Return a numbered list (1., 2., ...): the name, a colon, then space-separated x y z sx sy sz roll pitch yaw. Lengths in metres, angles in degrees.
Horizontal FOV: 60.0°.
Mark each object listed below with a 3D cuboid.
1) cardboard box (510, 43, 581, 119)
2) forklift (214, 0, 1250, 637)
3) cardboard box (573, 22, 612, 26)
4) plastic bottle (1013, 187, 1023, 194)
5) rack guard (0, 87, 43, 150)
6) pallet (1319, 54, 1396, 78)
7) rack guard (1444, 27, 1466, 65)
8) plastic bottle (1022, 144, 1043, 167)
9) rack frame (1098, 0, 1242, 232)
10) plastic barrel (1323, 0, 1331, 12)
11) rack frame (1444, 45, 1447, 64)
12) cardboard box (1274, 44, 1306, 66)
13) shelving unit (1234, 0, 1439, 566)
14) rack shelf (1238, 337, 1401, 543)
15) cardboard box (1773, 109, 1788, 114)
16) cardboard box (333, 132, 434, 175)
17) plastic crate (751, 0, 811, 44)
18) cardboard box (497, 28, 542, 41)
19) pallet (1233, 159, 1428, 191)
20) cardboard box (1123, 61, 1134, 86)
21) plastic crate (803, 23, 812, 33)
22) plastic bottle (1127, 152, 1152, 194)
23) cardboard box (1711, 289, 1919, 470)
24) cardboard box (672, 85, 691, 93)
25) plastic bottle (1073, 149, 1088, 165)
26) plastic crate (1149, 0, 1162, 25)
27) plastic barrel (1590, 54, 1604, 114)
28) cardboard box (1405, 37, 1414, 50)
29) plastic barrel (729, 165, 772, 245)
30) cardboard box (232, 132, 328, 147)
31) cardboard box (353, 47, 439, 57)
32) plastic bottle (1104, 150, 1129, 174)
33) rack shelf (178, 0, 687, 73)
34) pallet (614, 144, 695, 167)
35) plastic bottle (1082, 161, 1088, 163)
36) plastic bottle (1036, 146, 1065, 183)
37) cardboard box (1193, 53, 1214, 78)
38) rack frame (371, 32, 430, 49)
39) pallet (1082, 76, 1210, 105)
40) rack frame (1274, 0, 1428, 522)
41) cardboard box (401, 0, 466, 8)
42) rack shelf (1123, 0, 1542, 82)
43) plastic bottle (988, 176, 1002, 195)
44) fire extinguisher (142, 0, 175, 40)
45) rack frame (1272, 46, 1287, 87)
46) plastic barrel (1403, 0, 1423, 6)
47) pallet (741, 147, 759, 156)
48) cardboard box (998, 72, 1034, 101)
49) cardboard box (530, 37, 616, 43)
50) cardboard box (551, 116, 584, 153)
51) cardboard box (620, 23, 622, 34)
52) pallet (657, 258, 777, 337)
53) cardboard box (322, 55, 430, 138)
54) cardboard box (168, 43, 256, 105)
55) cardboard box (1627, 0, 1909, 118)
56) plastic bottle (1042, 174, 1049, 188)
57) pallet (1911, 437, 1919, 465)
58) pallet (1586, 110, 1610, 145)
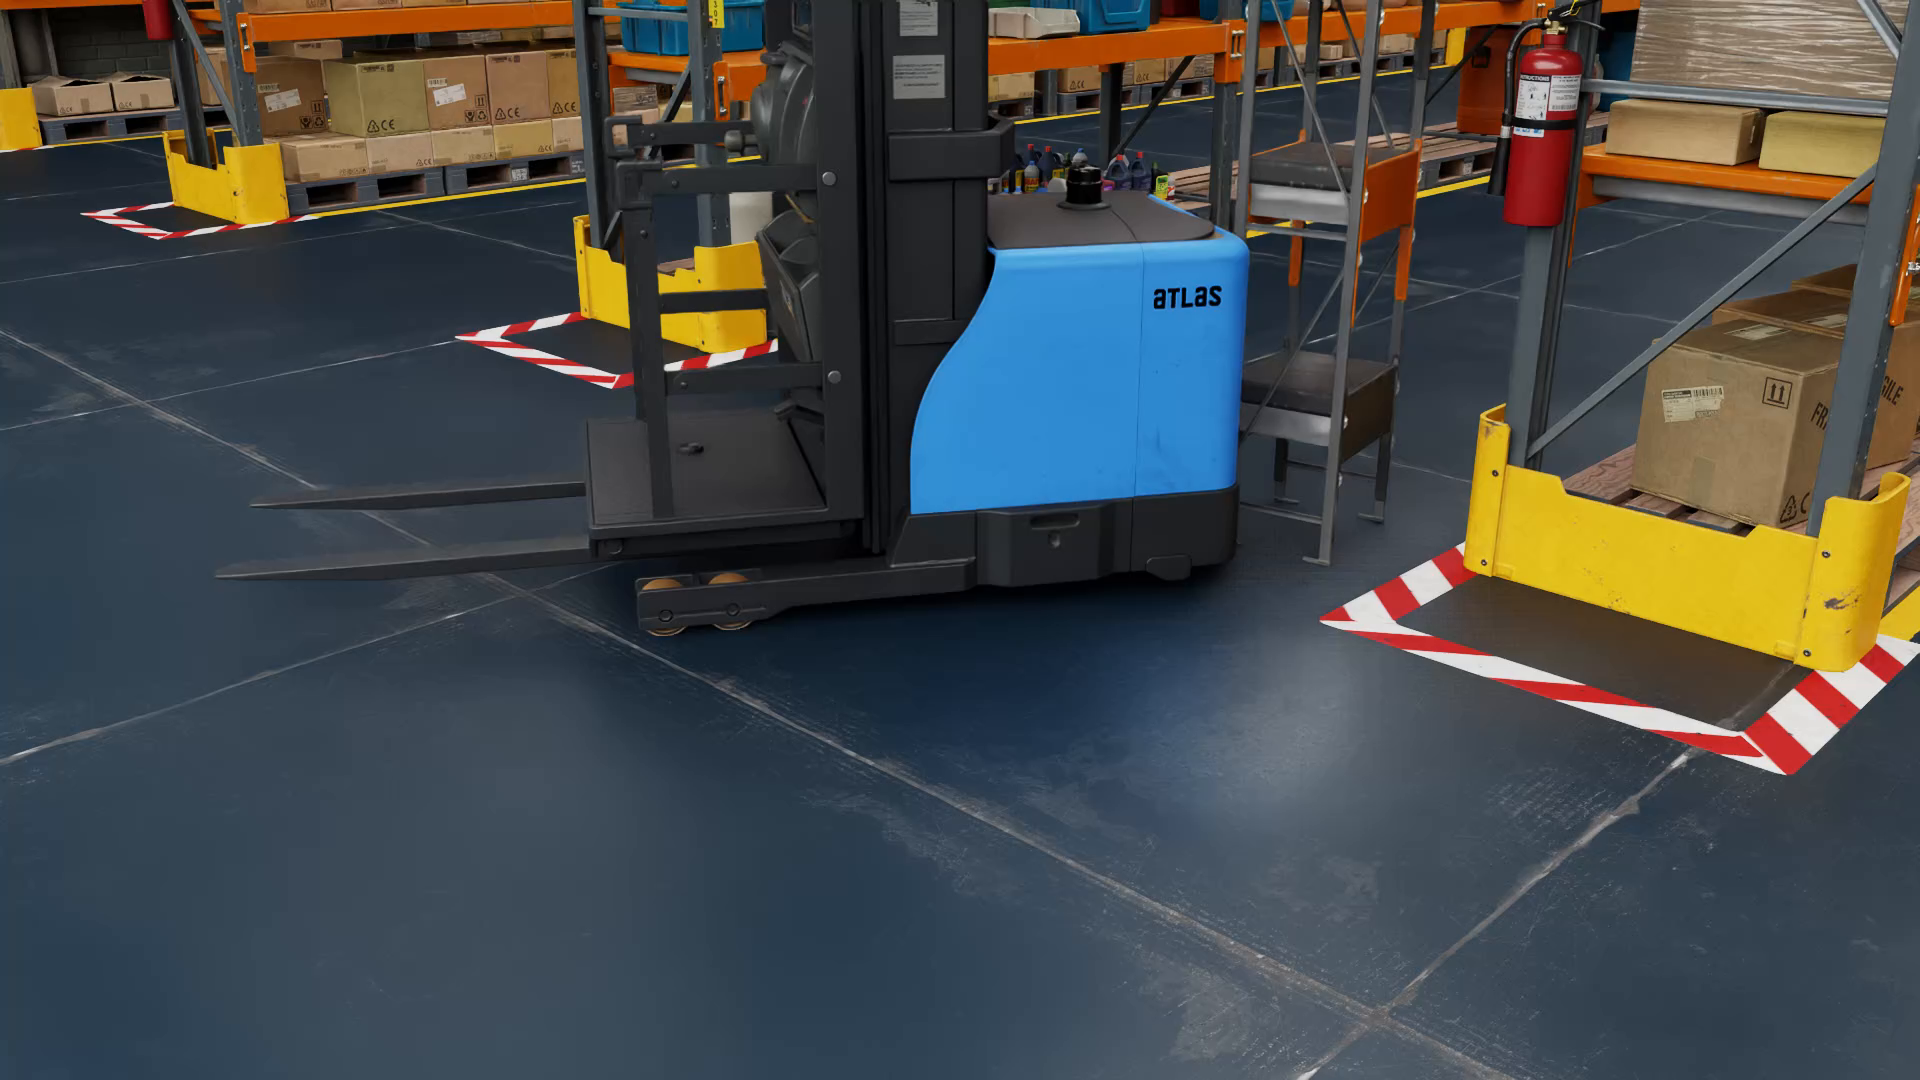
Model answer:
1. cardboard box: -3.094 -3.536 12.794 0.500 0.500 0.500 19 28 41
2. forklift: -0.700 -1.294 4.856 3.031 2.935 1.130 -5 22 -12
3. cardboard box: -4.248 -5.895 18.557 0.500 0.250 0.500 19 28 40
4. plastic bottle: 0.329 -1.867 9.440 0.097 0.271 0.097 0 21 0
5. rack guard: -8.513 -3.765 14.674 1.175 0.500 0.348 19 28 41
6. pallet: 4.688 -5.948 20.756 1.003 0.211 1.213 19 28 41
7. rack guard: 6.094 -6.600 22.050 1.175 0.500 0.348 19 28 41
8. plastic bottle: 0.462 -2.326 10.526 0.185 0.351 0.144 -19 28 -41
9. rack frame: 1.322 -3.461 10.399 1.000 3.000 0.127 19 28 41
10. plastic barrel: 2.356 -3.699 11.209 0.301 0.262 0.301 0 21 0
11. rack frame: 6.147 -7.787 21.652 1.000 3.000 0.127 19 28 41
12. cardboard box: 3.805 -5.762 19.520 0.500 0.311 0.500 19 28 41
13. shelving unit: 1.161 -1.010 5.274 0.431 2.100 0.503 14 25 31
14. rack shelf: 1.159 -0.345 5.531 0.431 0.518 0.480 14 25 31
15. cardboard box: 2.306 -1.265 5.035 0.380 0.149 0.250 19 28 41
16. cardboard box: -4.135 -2.798 11.920 0.500 0.250 0.500 19 28 41
17. plastic crate: -0.876 -2.733 8.711 0.499 0.251 0.408 19 28 41
18. cardboard box: -4.950 -5.318 18.101 0.700 0.500 0.500 19 28 40
19. pallet: 2.693 -2.686 12.269 1.003 0.211 1.213 19 28 41
20. cardboard box: 1.450 -4.950 17.144 0.500 0.500 0.500 18 27 39
21. plastic crate: -0.613 -2.459 8.160 0.298 0.136 0.250 19 28 41
22. plastic bottle: 1.080 -2.192 10.177 0.144 0.351 0.185 18 28 39
23. cardboard box: 2.921 -0.541 5.700 0.500 0.500 0.500 -12 24 -28
24. cardboard box: -2.147 -4.052 14.402 0.500 0.311 0.500 19 28 41
25. plastic bottle: 0.786 -2.421 10.882 0.097 0.271 0.097 0 21 0
26. plastic crate: 0.866 -3.330 10.143 0.767 0.338 0.504 19 28 41
27. plastic barrel: 5.559 -4.112 14.974 0.421 0.512 0.421 0 21 0
28. cardboard box: 5.597 -6.386 21.345 0.380 0.166 0.250 19 28 41
29. plastic barrel: -1.064 -1.656 8.585 0.421 0.512 0.421 0 21 0
30. cardboard box: -4.852 -2.798 11.921 0.500 0.250 0.500 19 28 41
31. cardboard box: -4.167 -3.409 12.466 0.500 0.500 0.500 19 28 41
32. plastic bottle: 0.976 -2.229 10.271 0.144 0.351 0.185 19 28 41
33. rack shelf: -3.619 -3.852 12.418 1.077 0.370 4.000 19 28 41
34. pallet: -2.809 -3.206 13.622 1.003 0.211 1.213 19 28 41
35. plastic bottle: 0.720 -2.060 9.832 0.144 0.351 0.185 19 28 40
36. plastic bottle: 0.565 -2.290 10.432 0.144 0.351 0.185 19 28 41
37. cardboard box: 2.517 -5.345 18.170 0.500 0.500 0.500 20 29 41
38. rack frame: -5.776 -5.941 16.850 1.000 3.000 0.127 19 28 41
39. pallet: 1.965 -4.923 18.089 1.003 0.211 1.213 19 28 41
40. rack frame: 1.296 -1.083 5.463 0.400 2.100 0.015 14 25 31
41. cardboard box: -3.966 -4.100 11.920 0.700 0.500 0.500 19 28 41
42. rack shelf: 2.717 -3.640 11.865 1.077 0.370 4.000 19 28 41
43. plastic bottle: 0.157 -2.103 10.049 0.152 0.276 0.135 19 28 41
44. fire extinguisher: -5.430 -3.723 11.189 0.296 0.674 0.183 19 28 41
45. rack frame: 3.357 -6.758 18.977 1.000 3.000 0.127 19 28 41
46. plastic barrel: 3.254 -4.115 11.945 0.421 0.512 0.421 0 21 0
47. pallet: -1.738 -3.600 14.645 1.003 0.211 1.213 19 28 41
48. cardboard box: 0.374 -4.446 16.209 0.500 0.250 0.500 -19 28 -41
49. cardboard box: -3.115 -3.793 13.464 0.500 0.500 0.500 19 28 41
50. cardboard box: -3.085 -3.182 12.920 0.500 0.250 0.500 19 28 41
51. cardboard box: -3.893 -5.706 19.110 0.700 0.500 0.500 19 28 41
52. pallet: -0.878 -1.370 8.845 1.003 0.211 1.213 19 28 41
53. cardboard box: -4.134 -3.147 11.784 0.500 0.500 0.500 19 28 41
54. cardboard box: -7.074 -4.429 15.788 0.700 0.500 0.500 17 27 37
55. cardboard box: 2.484 -1.513 4.777 0.875 0.500 0.500 19 28 41
56. plastic bottle: 0.527 -2.014 9.807 0.061 0.283 0.133 19 28 41
57. pallet: 3.577 -0.423 6.382 1.003 0.211 1.213 19 28 41
58. pallet: 5.484 -3.713 14.941 1.003 0.211 1.213 19 28 41
